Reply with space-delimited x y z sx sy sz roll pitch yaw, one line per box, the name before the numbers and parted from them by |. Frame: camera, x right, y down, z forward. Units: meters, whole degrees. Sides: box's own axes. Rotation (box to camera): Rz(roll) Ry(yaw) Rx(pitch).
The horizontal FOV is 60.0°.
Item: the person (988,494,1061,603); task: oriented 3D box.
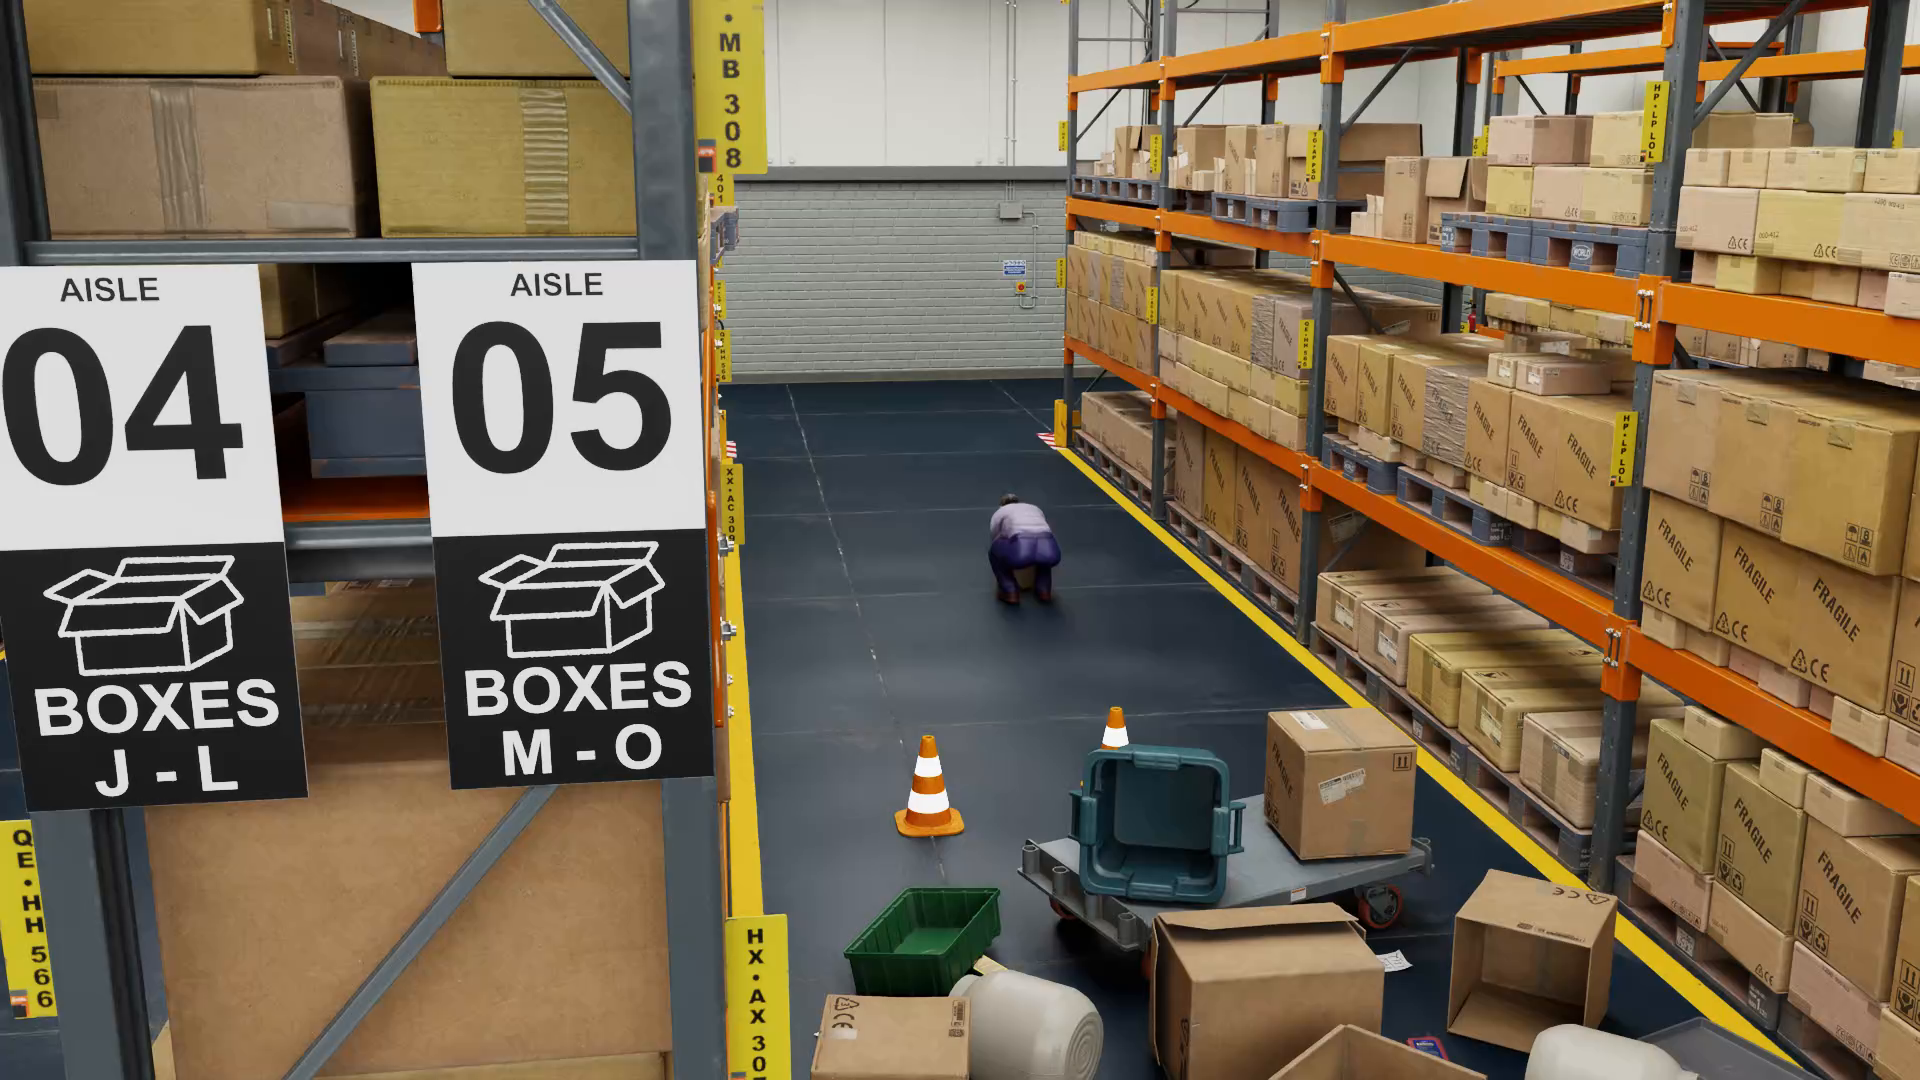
person | 0.473 0.078 12.773 0.510 0.790 0.774 -2 13 -9
